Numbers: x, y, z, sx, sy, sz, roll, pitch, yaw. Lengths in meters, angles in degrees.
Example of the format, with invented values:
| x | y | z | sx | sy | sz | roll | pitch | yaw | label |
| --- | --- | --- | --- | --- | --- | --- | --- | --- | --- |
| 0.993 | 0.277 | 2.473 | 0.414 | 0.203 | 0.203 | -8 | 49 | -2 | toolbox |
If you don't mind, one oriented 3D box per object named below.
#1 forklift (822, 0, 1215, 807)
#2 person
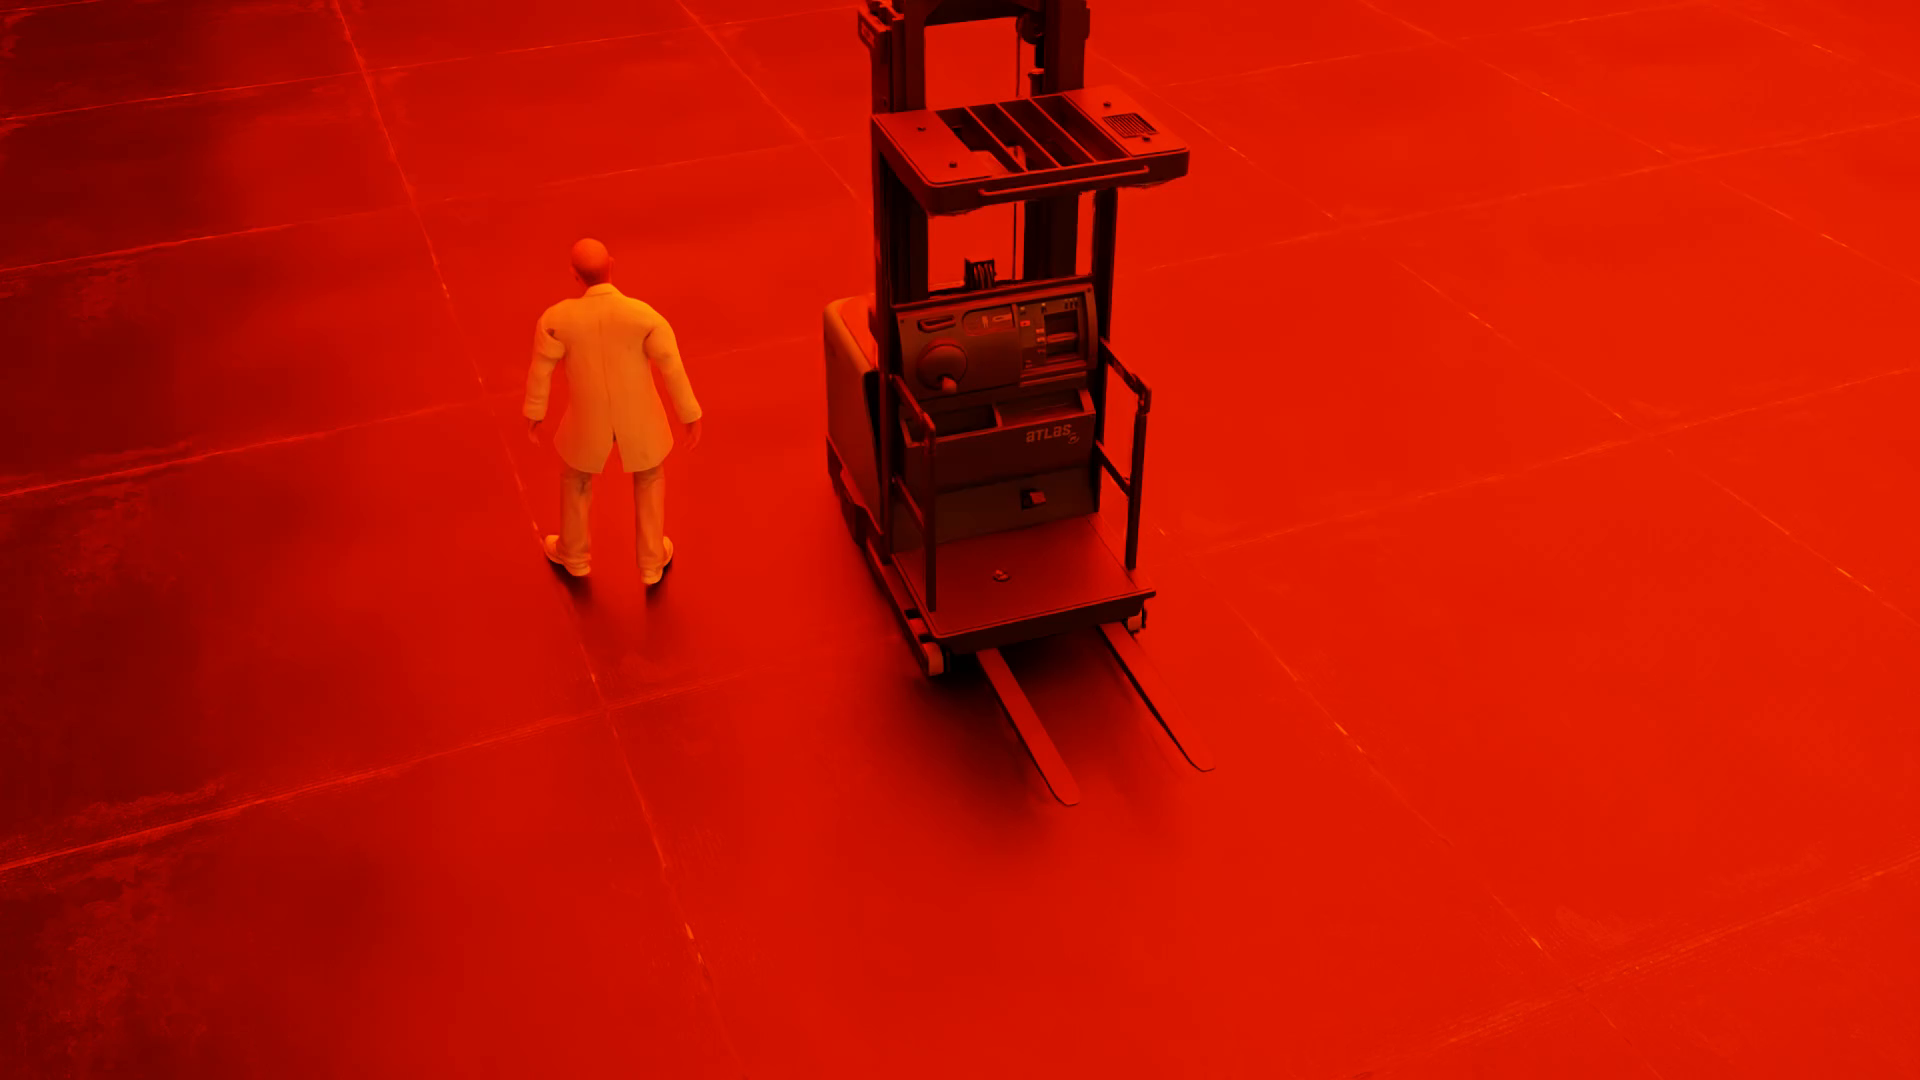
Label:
| x | y | z | sx | sy | sz | roll | pitch | yaw | label |
| --- | --- | --- | --- | --- | --- | --- | --- | --- | --- |
| 0.246 | -0.828 | 7.263 | 1.130 | 2.935 | 3.031 | -11 | 37 | -16 | forklift |
| -1.667 | -0.592 | 7.893 | 0.885 | 1.746 | 0.425 | -3 | 36 | -5 | person |
